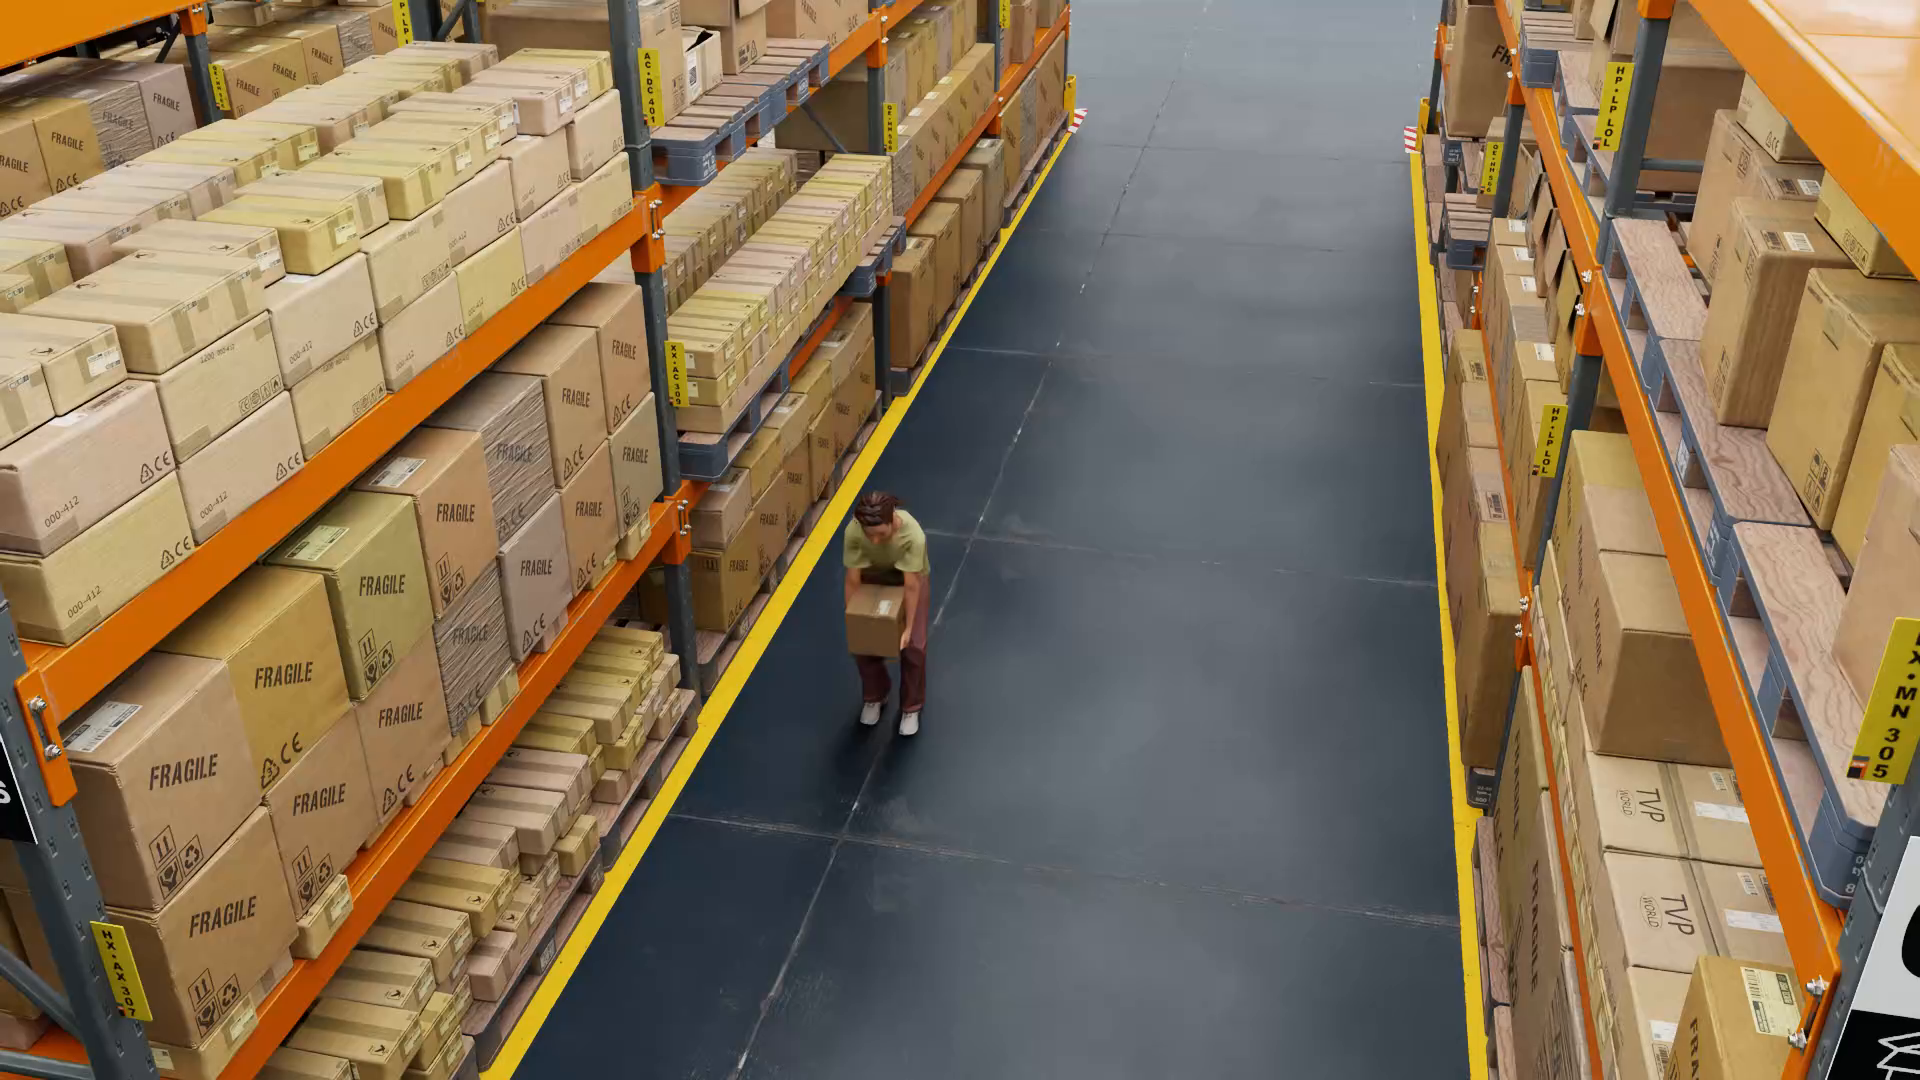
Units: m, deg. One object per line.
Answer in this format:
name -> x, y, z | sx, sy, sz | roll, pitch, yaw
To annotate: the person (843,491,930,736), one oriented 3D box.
person -> -0.361, 0.325, 8.223 | 0.414, 1.490, 0.681 | 5, 29, 9
